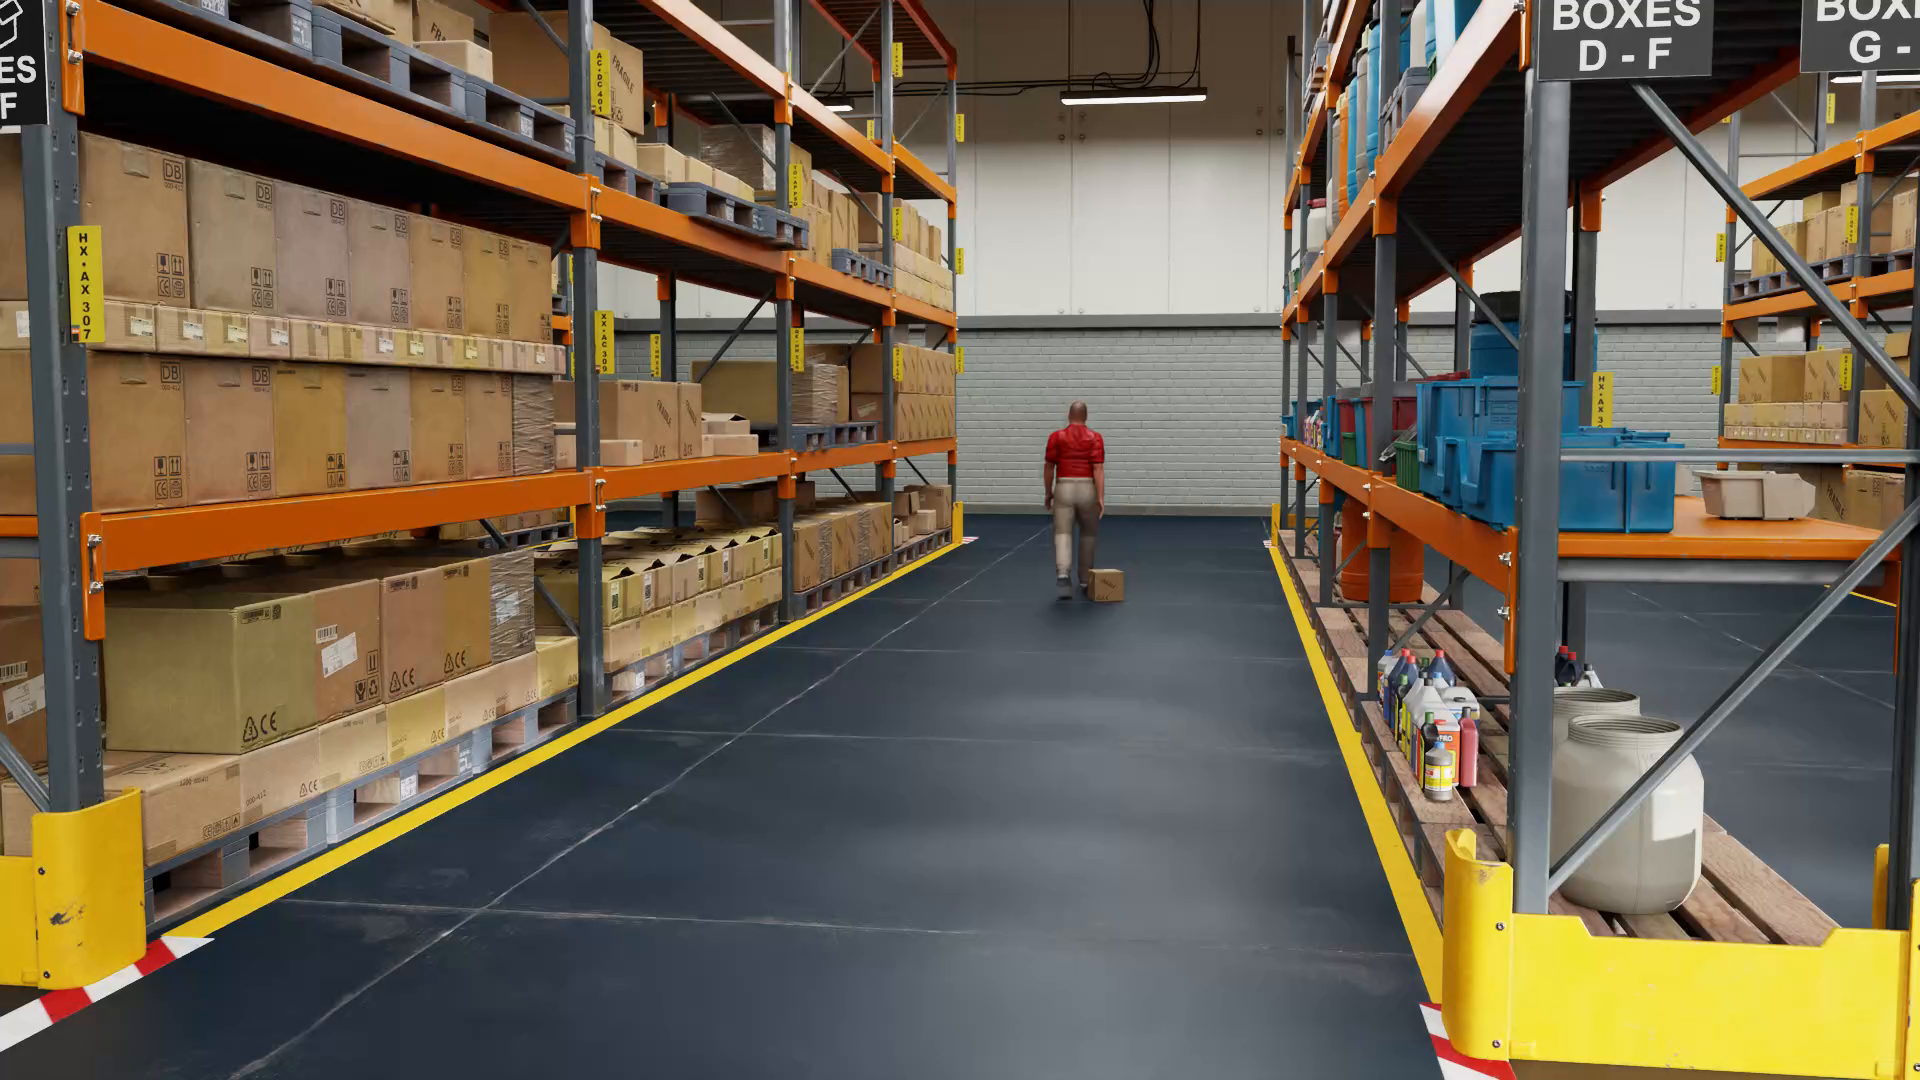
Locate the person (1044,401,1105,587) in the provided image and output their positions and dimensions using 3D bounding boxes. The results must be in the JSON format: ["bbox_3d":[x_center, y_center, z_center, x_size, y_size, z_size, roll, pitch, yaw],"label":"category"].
[{"bbox_3d":[1.021,-0.397,14.838,0.553,1.678,0.985,1,4,7],"label":"person"}]
